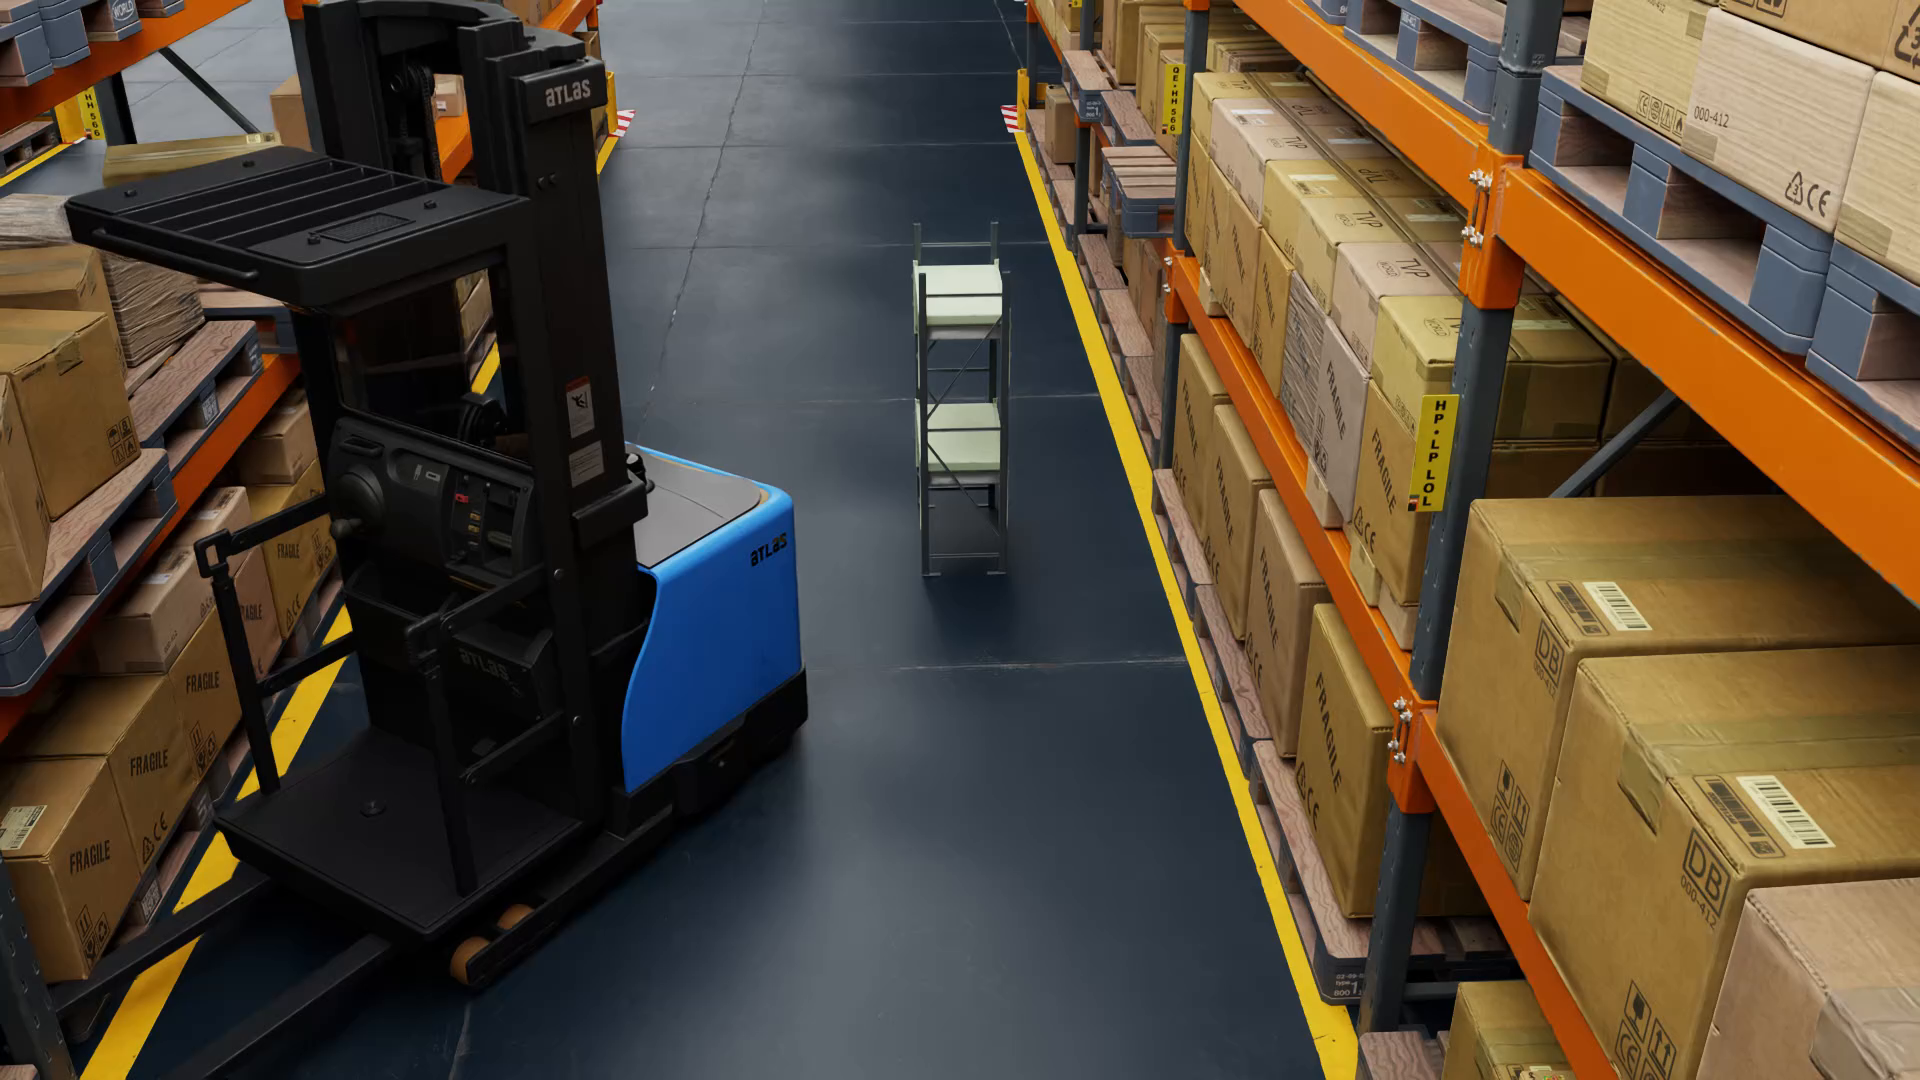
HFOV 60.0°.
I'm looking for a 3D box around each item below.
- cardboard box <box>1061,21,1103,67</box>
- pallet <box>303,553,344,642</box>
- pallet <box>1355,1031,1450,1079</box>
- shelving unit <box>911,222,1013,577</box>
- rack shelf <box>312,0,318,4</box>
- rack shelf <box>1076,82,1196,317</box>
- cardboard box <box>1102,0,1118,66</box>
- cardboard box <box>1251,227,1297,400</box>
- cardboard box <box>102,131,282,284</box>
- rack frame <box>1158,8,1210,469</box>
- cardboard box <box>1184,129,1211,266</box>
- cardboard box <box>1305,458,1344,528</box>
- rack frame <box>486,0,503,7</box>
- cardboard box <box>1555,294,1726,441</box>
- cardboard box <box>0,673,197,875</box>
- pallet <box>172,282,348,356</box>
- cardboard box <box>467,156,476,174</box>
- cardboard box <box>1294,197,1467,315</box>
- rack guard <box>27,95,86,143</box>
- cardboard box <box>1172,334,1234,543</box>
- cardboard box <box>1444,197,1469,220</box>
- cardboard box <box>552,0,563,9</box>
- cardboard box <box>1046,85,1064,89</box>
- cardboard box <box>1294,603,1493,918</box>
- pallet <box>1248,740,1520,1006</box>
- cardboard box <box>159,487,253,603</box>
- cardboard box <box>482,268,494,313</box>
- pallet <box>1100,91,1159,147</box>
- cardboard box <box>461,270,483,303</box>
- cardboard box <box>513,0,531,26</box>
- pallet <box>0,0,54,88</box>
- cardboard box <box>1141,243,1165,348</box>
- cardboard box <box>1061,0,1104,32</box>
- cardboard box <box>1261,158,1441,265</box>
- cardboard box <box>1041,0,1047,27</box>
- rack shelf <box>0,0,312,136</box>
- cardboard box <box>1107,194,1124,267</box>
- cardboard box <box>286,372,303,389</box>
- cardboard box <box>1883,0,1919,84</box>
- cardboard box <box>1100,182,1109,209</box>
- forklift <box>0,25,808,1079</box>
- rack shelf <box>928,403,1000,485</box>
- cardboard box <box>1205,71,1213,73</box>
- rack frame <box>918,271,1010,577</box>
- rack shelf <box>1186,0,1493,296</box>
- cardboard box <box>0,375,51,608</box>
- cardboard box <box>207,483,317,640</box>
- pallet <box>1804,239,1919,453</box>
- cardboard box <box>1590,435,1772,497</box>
[{"bbox_3d":[1.011,-3.608,12.064,0.500,0.250,0.500,-1,28,-3],"label":"cardboard box"},{"bbox_3d":[-3.398,0.097,7.836,1.003,0.211,1.213,-1,28,-3],"label":"pallet"},{"bbox_3d":[1.718,1.830,4.513,1.003,0.211,1.213,-1,28,-3],"label":"pallet"},{"bbox_3d":[0.000,-0.668,7.909,0.431,1.500,0.755,-1,28,-3],"label":"shelving unit"},{"bbox_3d":[-3.504,-3.420,9.098,1.077,0.370,4.000,-1,28,-3],"label":"rack shelf"},{"bbox_3d":[1.443,-2.211,10.024,1.077,0.370,4.000,-1,28,-3],"label":"rack shelf"},{"bbox_3d":[1.331,-3.457,11.051,0.700,0.500,0.500,-1,28,-2],"label":"cardboard box"},{"bbox_3d":[1.395,-0.850,6.184,0.500,0.500,0.500,-1,28,-1],"label":"cardboard box"},{"bbox_3d":[-3.254,-1.428,7.182,0.700,0.500,0.500,-11,29,-20],"label":"cardboard box"},{"bbox_3d":[1.548,-1.607,8.087,1.000,3.000,0.127,-1,28,-3],"label":"rack frame"},{"bbox_3d":[1.317,-1.561,7.548,0.500,0.500,0.500,-1,28,-1],"label":"cardboard box"},{"bbox_3d":[1.378,-0.163,5.570,0.380,0.149,0.250,-1,28,-3],"label":"cardboard box"},{"bbox_3d":[-3.608,-3.333,11.396,1.000,3.000,0.127,-1,28,-3],"label":"rack frame"},{"bbox_3d":[1.993,-0.496,4.694,0.500,0.250,0.500,-1,28,-1],"label":"cardboard box"},{"bbox_3d":[-3.011,0.800,5.700,0.500,0.500,0.500,-1,28,-2],"label":"cardboard box"},{"bbox_3d":[-3.294,-1.089,7.302,1.213,0.211,1.003,-1,28,-3],"label":"pallet"},{"bbox_3d":[-3.319,-2.854,12.186,0.500,0.500,0.500,-1,28,-3],"label":"cardboard box"},{"bbox_3d":[1.433,-0.958,5.582,0.500,0.250,0.500,-1,28,-2],"label":"cardboard box"},{"bbox_3d":[-8.713,-3.920,15.225,1.175,0.500,0.348,-1,28,-3],"label":"rack guard"},{"bbox_3d":[1.455,-0.497,7.830,0.750,0.750,0.750,-2,28,-3],"label":"cardboard box"},{"bbox_3d":[1.928,-0.969,5.601,0.500,0.250,0.500,-2,28,-4],"label":"cardboard box"},{"bbox_3d":[-3.773,-4.766,14.036,0.700,0.500,0.500,-1,28,-1],"label":"cardboard box"},{"bbox_3d":[1.076,-3.982,15.074,0.500,0.311,0.500,-4,28,-8],"label":"cardboard box"},{"bbox_3d":[1.593,0.711,5.515,0.750,0.750,0.750,-1,28,-2],"label":"cardboard box"},{"bbox_3d":[1.641,1.122,5.870,1.003,0.211,1.213,-1,28,-3],"label":"pallet"},{"bbox_3d":[-3.051,0.020,6.384,0.500,0.250,0.500,-2,28,-4],"label":"cardboard box"},{"bbox_3d":[-3.245,-1.645,10.680,0.500,0.250,0.500,-1,28,-2],"label":"cardboard box"},{"bbox_3d":[1.403,-2.435,9.882,1.003,0.211,1.213,-1,28,-3],"label":"pallet"},{"bbox_3d":[-3.221,-1.665,10.112,0.500,0.311,0.500,-2,28,-3],"label":"cardboard box"},{"bbox_3d":[-3.694,-4.057,12.676,0.700,0.500,0.500,-1,28,-2],"label":"cardboard box"},{"bbox_3d":[-3.154,-1.188,4.243,1.213,0.211,1.003,-1,28,-3],"label":"pallet"},{"bbox_3d":[1.493,-1.494,10.098,0.700,0.500,0.500,-2,28,-3],"label":"cardboard box"},{"bbox_3d":[1.005,-3.940,11.889,0.500,0.500,0.500,-1,28,-3],"label":"cardboard box"},{"bbox_3d":[1.406,-1.194,6.033,0.500,0.250,0.500,-2,28,-4],"label":"cardboard box"},{"bbox_3d":[0.925,-4.302,13.395,0.500,0.250,0.500,-1,28,-2],"label":"cardboard box"},{"bbox_3d":[-3.295,-1.573,5.556,1.077,0.370,4.000,-1,28,-3],"label":"rack shelf"},{"bbox_3d":[1.394,-2.201,11.454,0.700,0.500,0.500,0,28,-1],"label":"cardboard box"},{"bbox_3d":[-3.672,-0.937,8.716,0.500,0.311,0.500,-1,28,-1],"label":"cardboard box"},{"bbox_3d":[1.578,-0.785,2.056,0.500,0.500,0.500,-1,28,-2],"label":"cardboard box"},{"bbox_3d":[1.281,-2.639,12.654,0.380,0.166,0.250,-5,28,-9],"label":"cardboard box"},{"bbox_3d":[-1.842,-0.055,5.255,1.129,2.867,3.031,17,32,29],"label":"forklift"},{"bbox_3d":[0.000,-0.466,8.015,0.368,0.124,0.686,-1,28,-3],"label":"rack shelf"},{"bbox_3d":[1.513,-2.063,8.378,0.700,0.500,0.500,-5,28,-9],"label":"cardboard box"},{"bbox_3d":[0.019,-0.499,7.585,0.400,1.500,0.023,-1,28,-3],"label":"rack frame"},{"bbox_3d":[1.652,-1.694,5.789,1.077,0.370,4.000,-1,28,-3],"label":"rack shelf"},{"bbox_3d":[-2.992,-0.093,4.622,0.700,0.500,0.500,-11,29,-20],"label":"cardboard box"},{"bbox_3d":[-3.089,0.093,7.055,0.500,0.500,0.500,-2,28,-5],"label":"cardboard box"},{"bbox_3d":[1.849,-0.110,2.069,1.003,0.211,1.213,-1,28,-3],"label":"pallet"},{"bbox_3d":[1.984,-0.163,4.867,0.500,0.500,0.500,-2,28,-4],"label":"cardboard box"}]
